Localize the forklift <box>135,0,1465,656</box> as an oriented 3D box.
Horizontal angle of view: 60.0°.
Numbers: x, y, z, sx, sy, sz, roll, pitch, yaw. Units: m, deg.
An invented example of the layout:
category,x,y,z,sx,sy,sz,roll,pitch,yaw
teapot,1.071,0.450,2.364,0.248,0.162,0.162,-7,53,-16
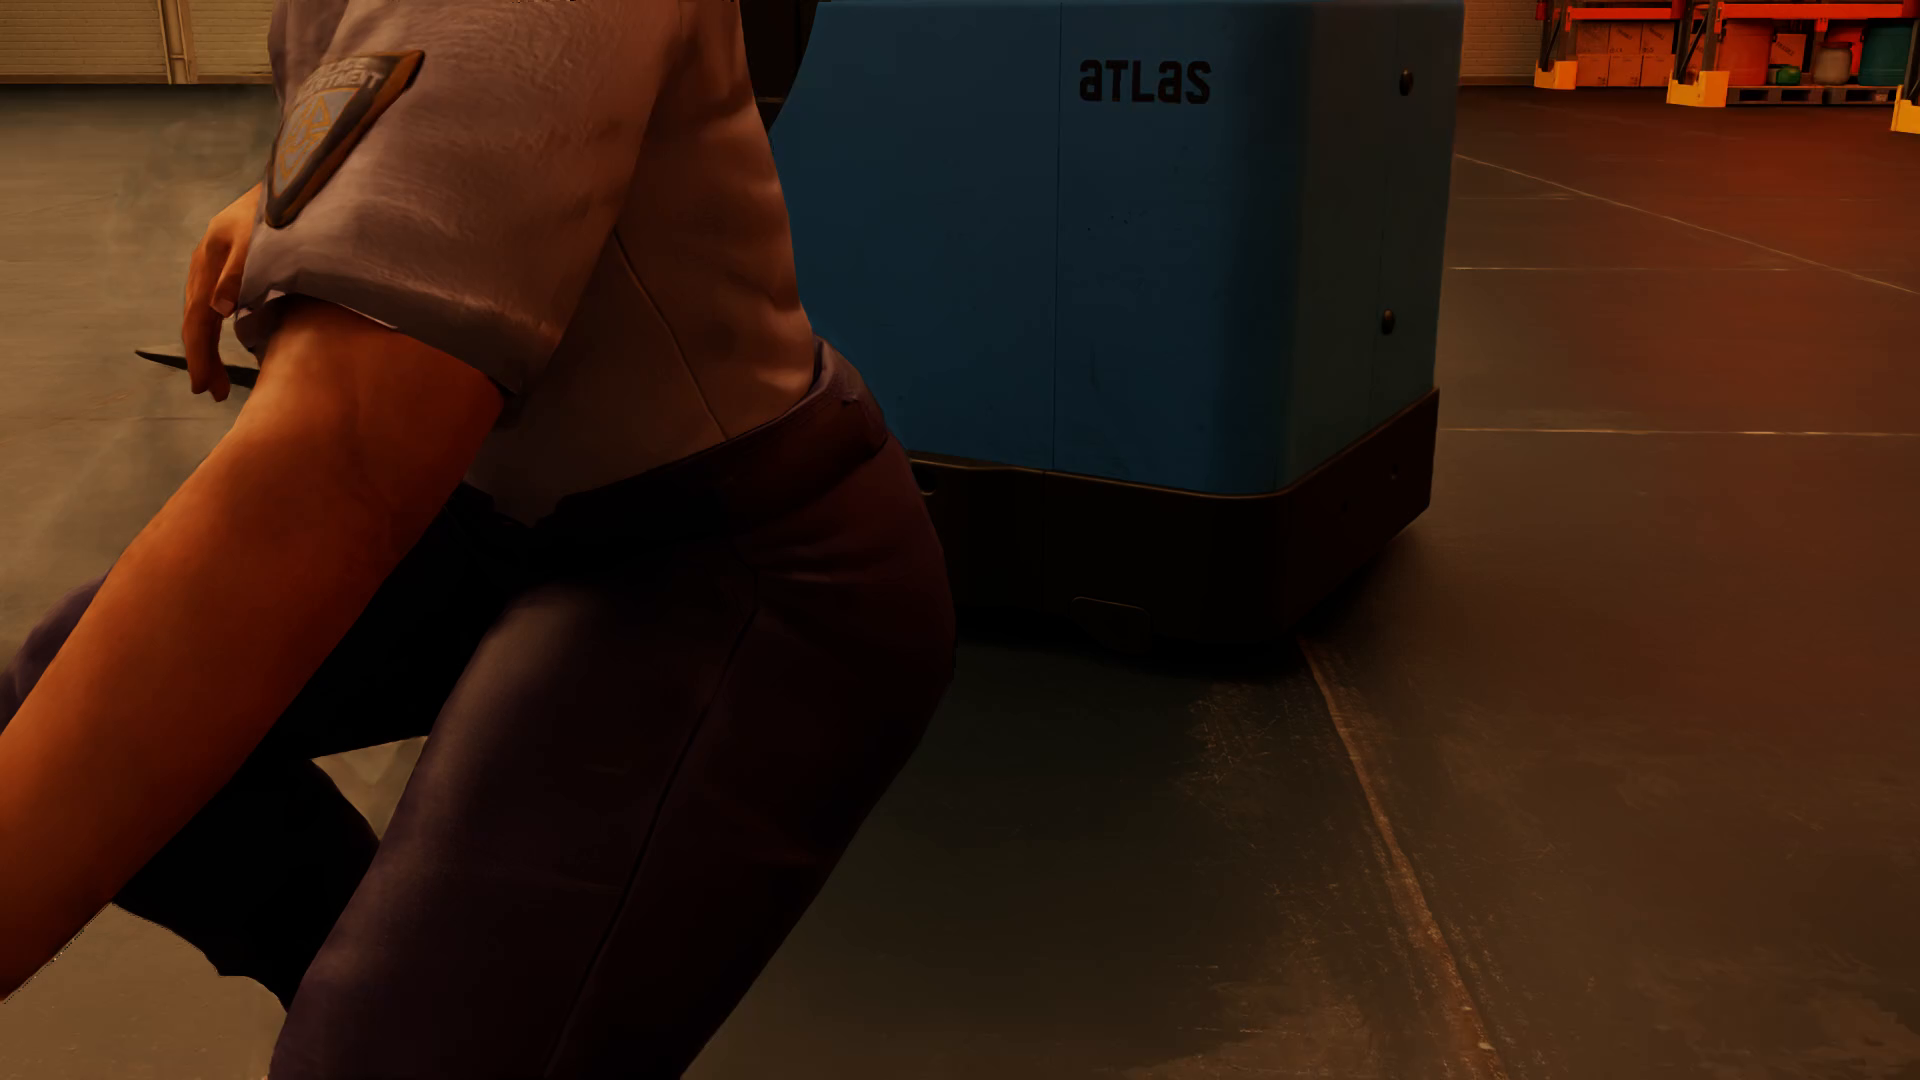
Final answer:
category,x,y,z,sx,sy,sz,roll,pitch,yaw
forklift,-0.579,-1.516,3.310,3.031,2.935,1.130,10,20,29
